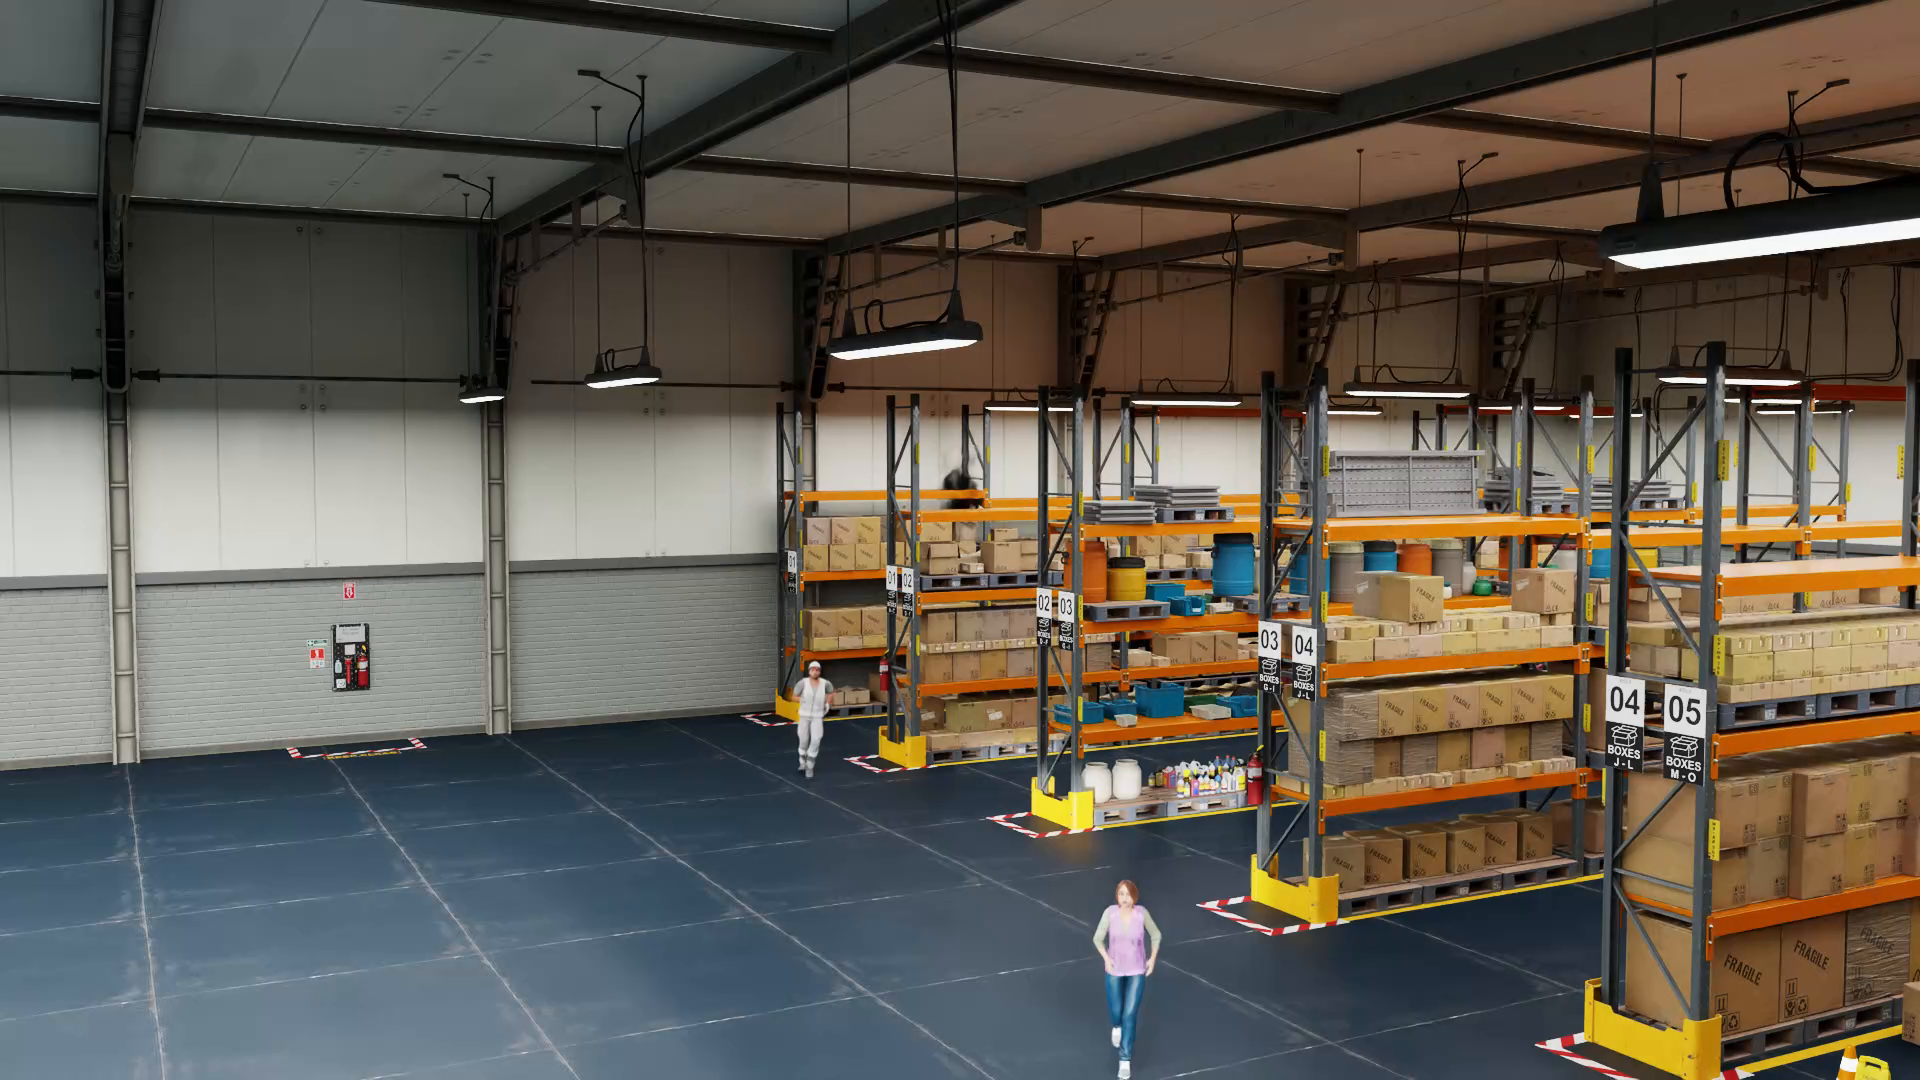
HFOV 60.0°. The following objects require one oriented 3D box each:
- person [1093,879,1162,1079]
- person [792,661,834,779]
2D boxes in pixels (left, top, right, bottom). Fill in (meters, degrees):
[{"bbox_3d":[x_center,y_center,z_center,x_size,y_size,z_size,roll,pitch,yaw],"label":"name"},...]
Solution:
[{"bbox_3d":[1.394,3.599,13.852,0.567,1.595,0.679,1,3,9],"label":"person"},{"bbox_3d":[-2.305,2.810,26.042,0.654,1.832,0.750,0,3,-4],"label":"person"}]
